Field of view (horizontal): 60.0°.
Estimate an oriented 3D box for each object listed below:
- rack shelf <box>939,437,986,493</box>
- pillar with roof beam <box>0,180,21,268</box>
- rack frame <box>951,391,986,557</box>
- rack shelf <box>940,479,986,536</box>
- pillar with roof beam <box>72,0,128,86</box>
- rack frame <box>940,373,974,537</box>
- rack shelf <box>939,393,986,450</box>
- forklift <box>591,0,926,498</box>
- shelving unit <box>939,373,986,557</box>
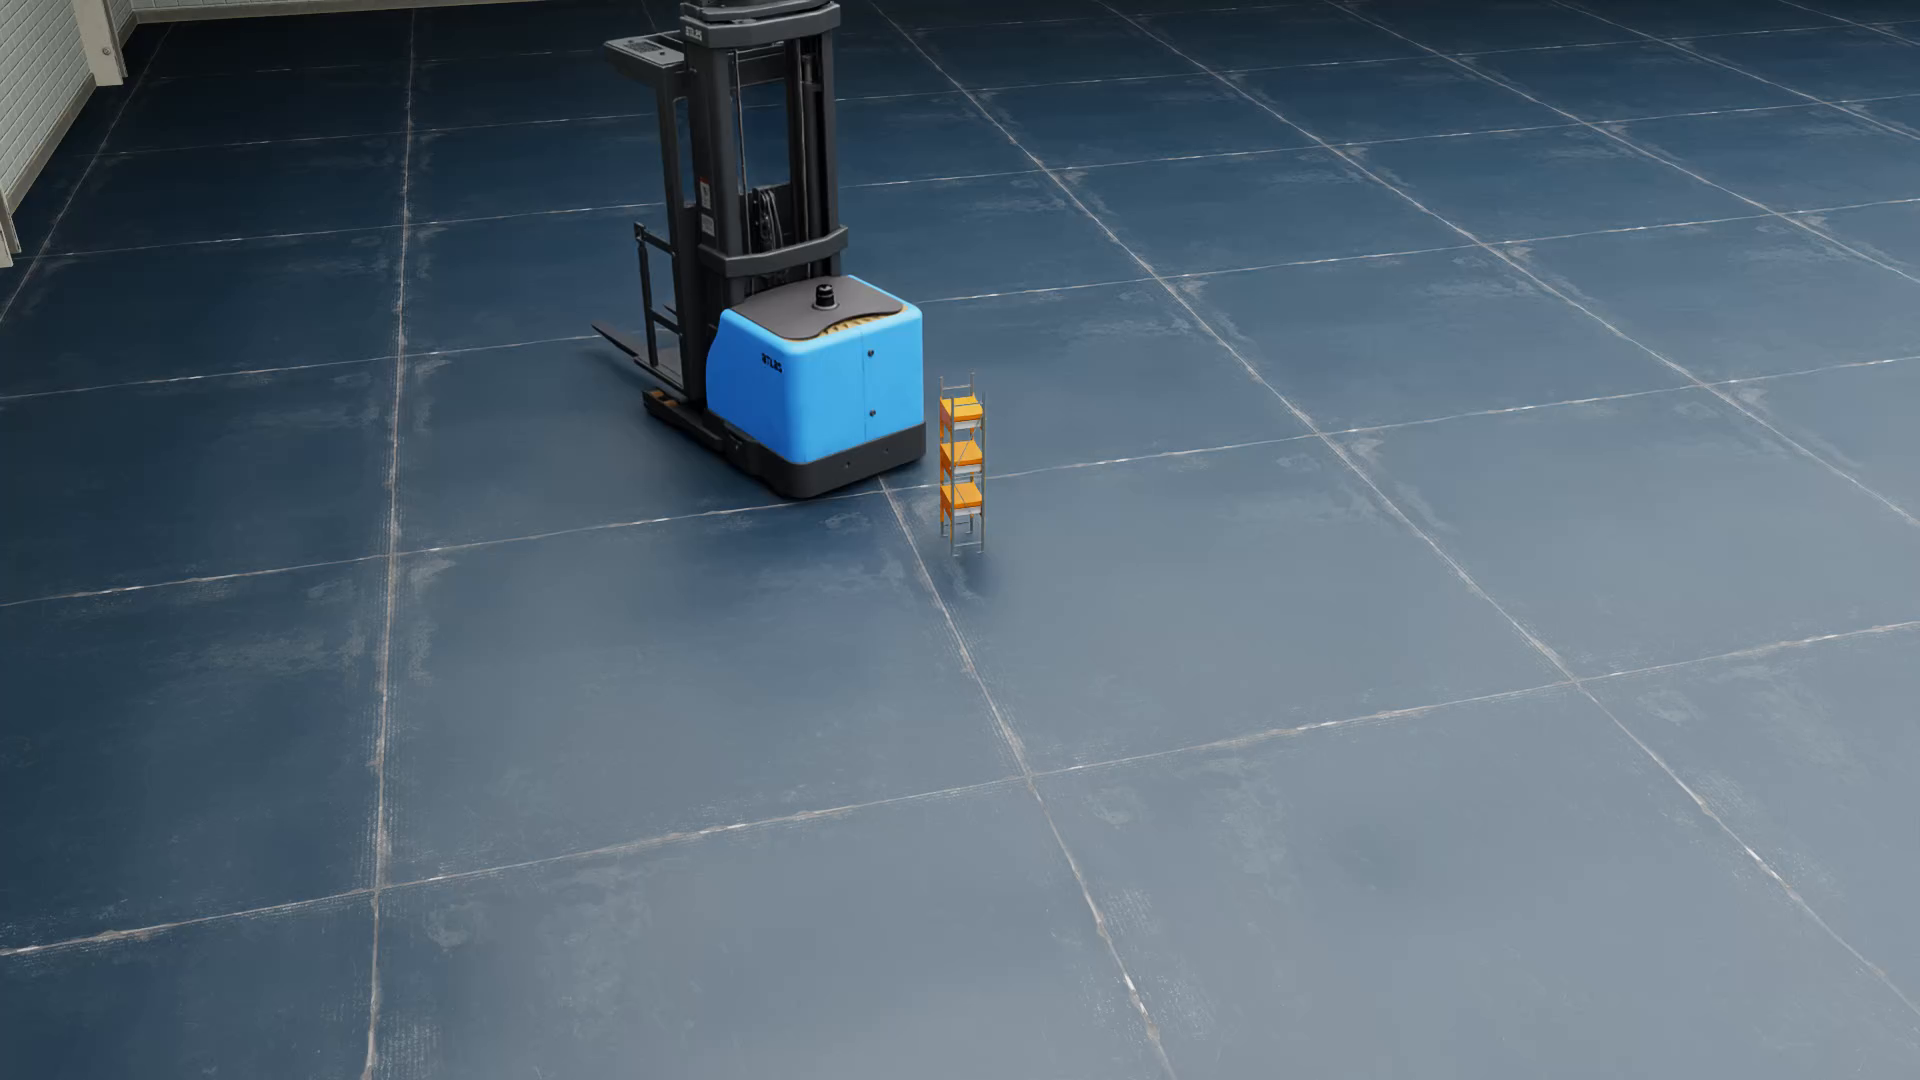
[{"bbox_3d":[0.014,-0.419,9.679,0.215,0.259,0.240,-8,31,-13],"label":"rack shelf"},{"bbox_3d":[-4.002,-6.835,12.808,9.100,9.000,0.400,-8,31,-13],"label":"pillar with roof beam"},{"bbox_3d":[0.047,-0.370,9.572,0.200,1.050,0.008,-8,31,-13],"label":"rack frame"},{"bbox_3d":[0.014,-0.179,9.818,0.215,0.259,0.240,-8,31,-13],"label":"rack shelf"},{"bbox_3d":[-5.594,-9.733,17.814,9.100,9.000,0.400,-8,31,-13],"label":"pillar with roof beam"},{"bbox_3d":[-0.018,-0.487,9.775,0.200,1.050,0.008,-8,31,-13],"label":"rack frame"},{"bbox_3d":[0.014,-0.665,9.537,0.215,0.259,0.240,-8,31,-13],"label":"rack shelf"},{"bbox_3d":[-1.530,-2.198,10.853,1.130,2.935,3.031,-22,37,-33],"label":"forklift"},{"bbox_3d":[0.014,-0.429,9.673,0.215,1.050,0.252,-8,31,-13],"label":"shelving unit"}]
